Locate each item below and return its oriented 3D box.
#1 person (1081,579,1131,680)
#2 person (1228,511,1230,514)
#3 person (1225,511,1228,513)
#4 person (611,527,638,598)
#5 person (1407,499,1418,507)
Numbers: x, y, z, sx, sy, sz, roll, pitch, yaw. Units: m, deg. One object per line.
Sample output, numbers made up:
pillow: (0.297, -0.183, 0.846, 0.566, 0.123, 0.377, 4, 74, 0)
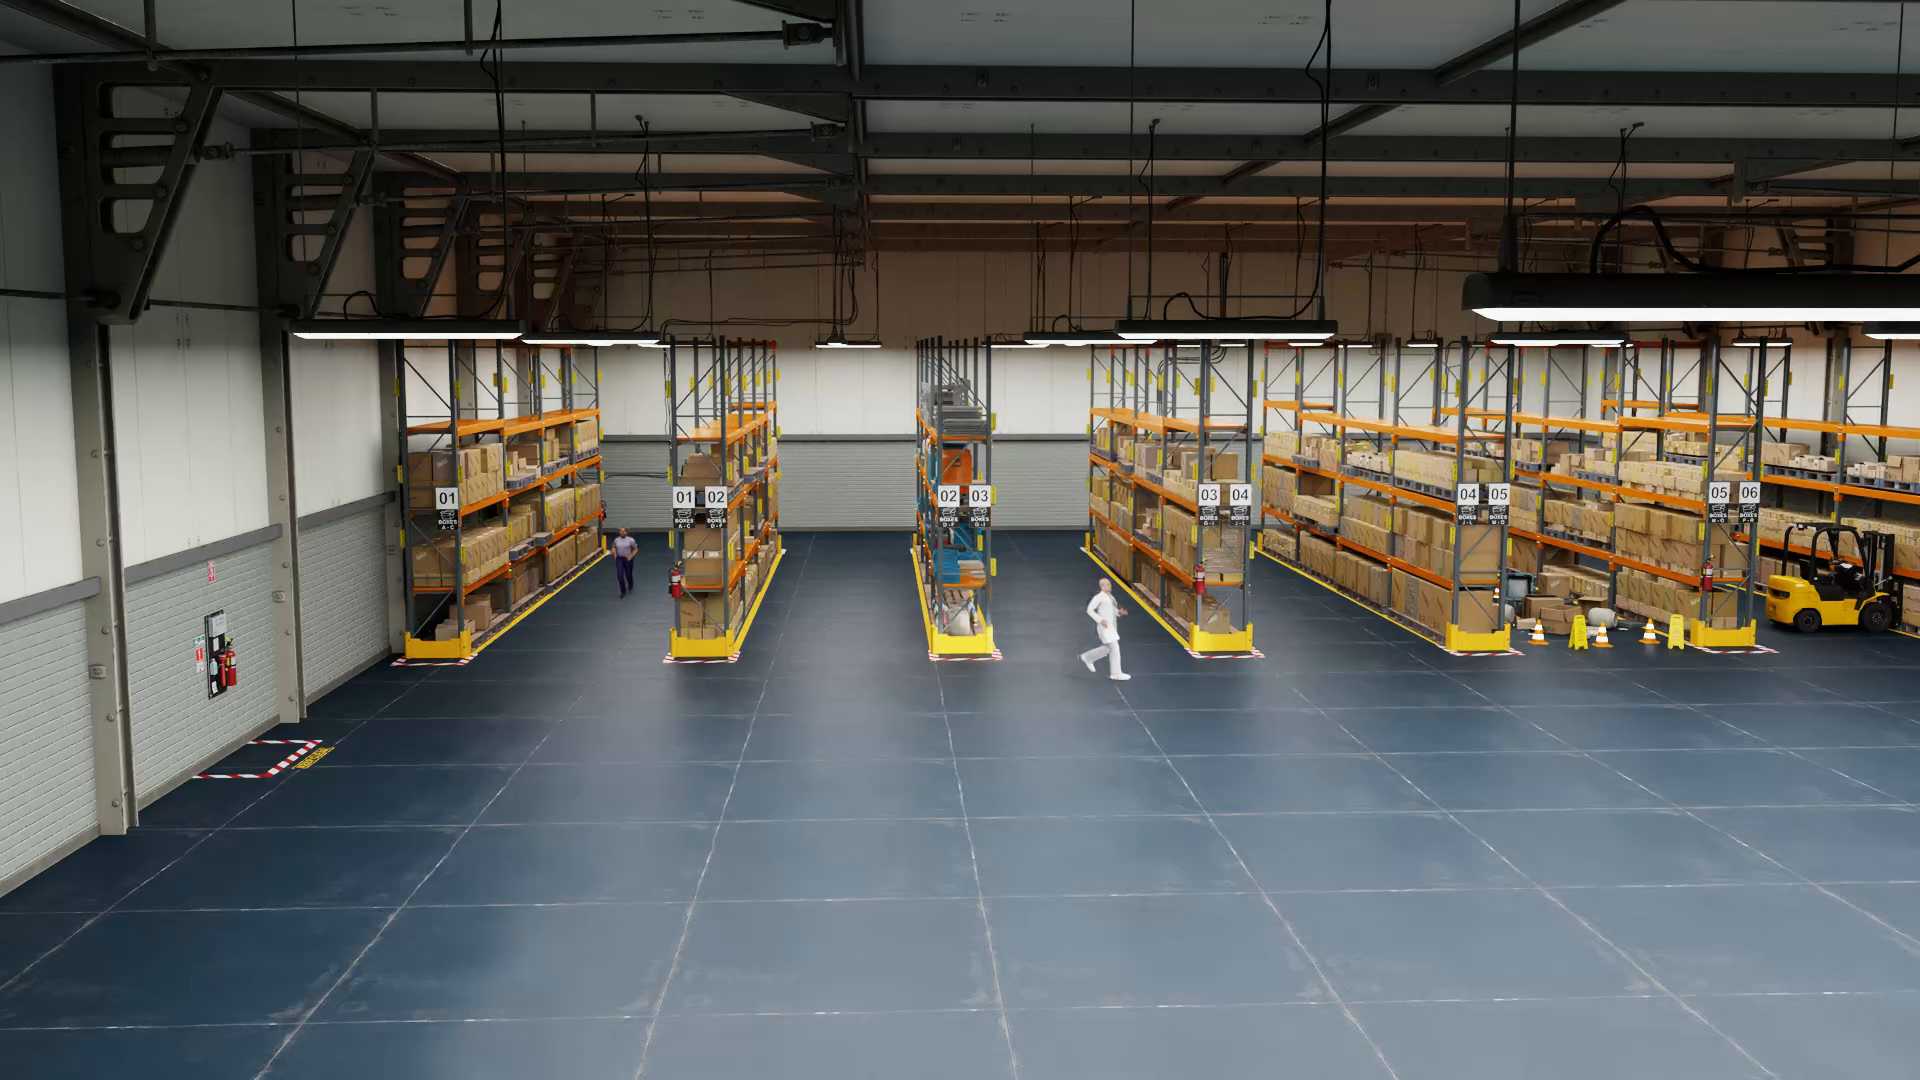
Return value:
person: (2.537, 1.547, 29.075, 0.981, 1.753, 0.714, 3, 7, 27)
person: (7.894, -0.605, 48.269, 0.680, 1.719, 0.617, 5, 8, 38)
person: (7.498, -0.598, 47.976, 0.771, 1.739, 0.931, 4, 7, 30)
person: (-7.868, 0.498, 39.016, 0.618, 1.629, 0.742, 0, 6, -3)
person: (13.472, -0.749, 49.502, 0.661, 1.724, 0.701, 1, 7, 10)
